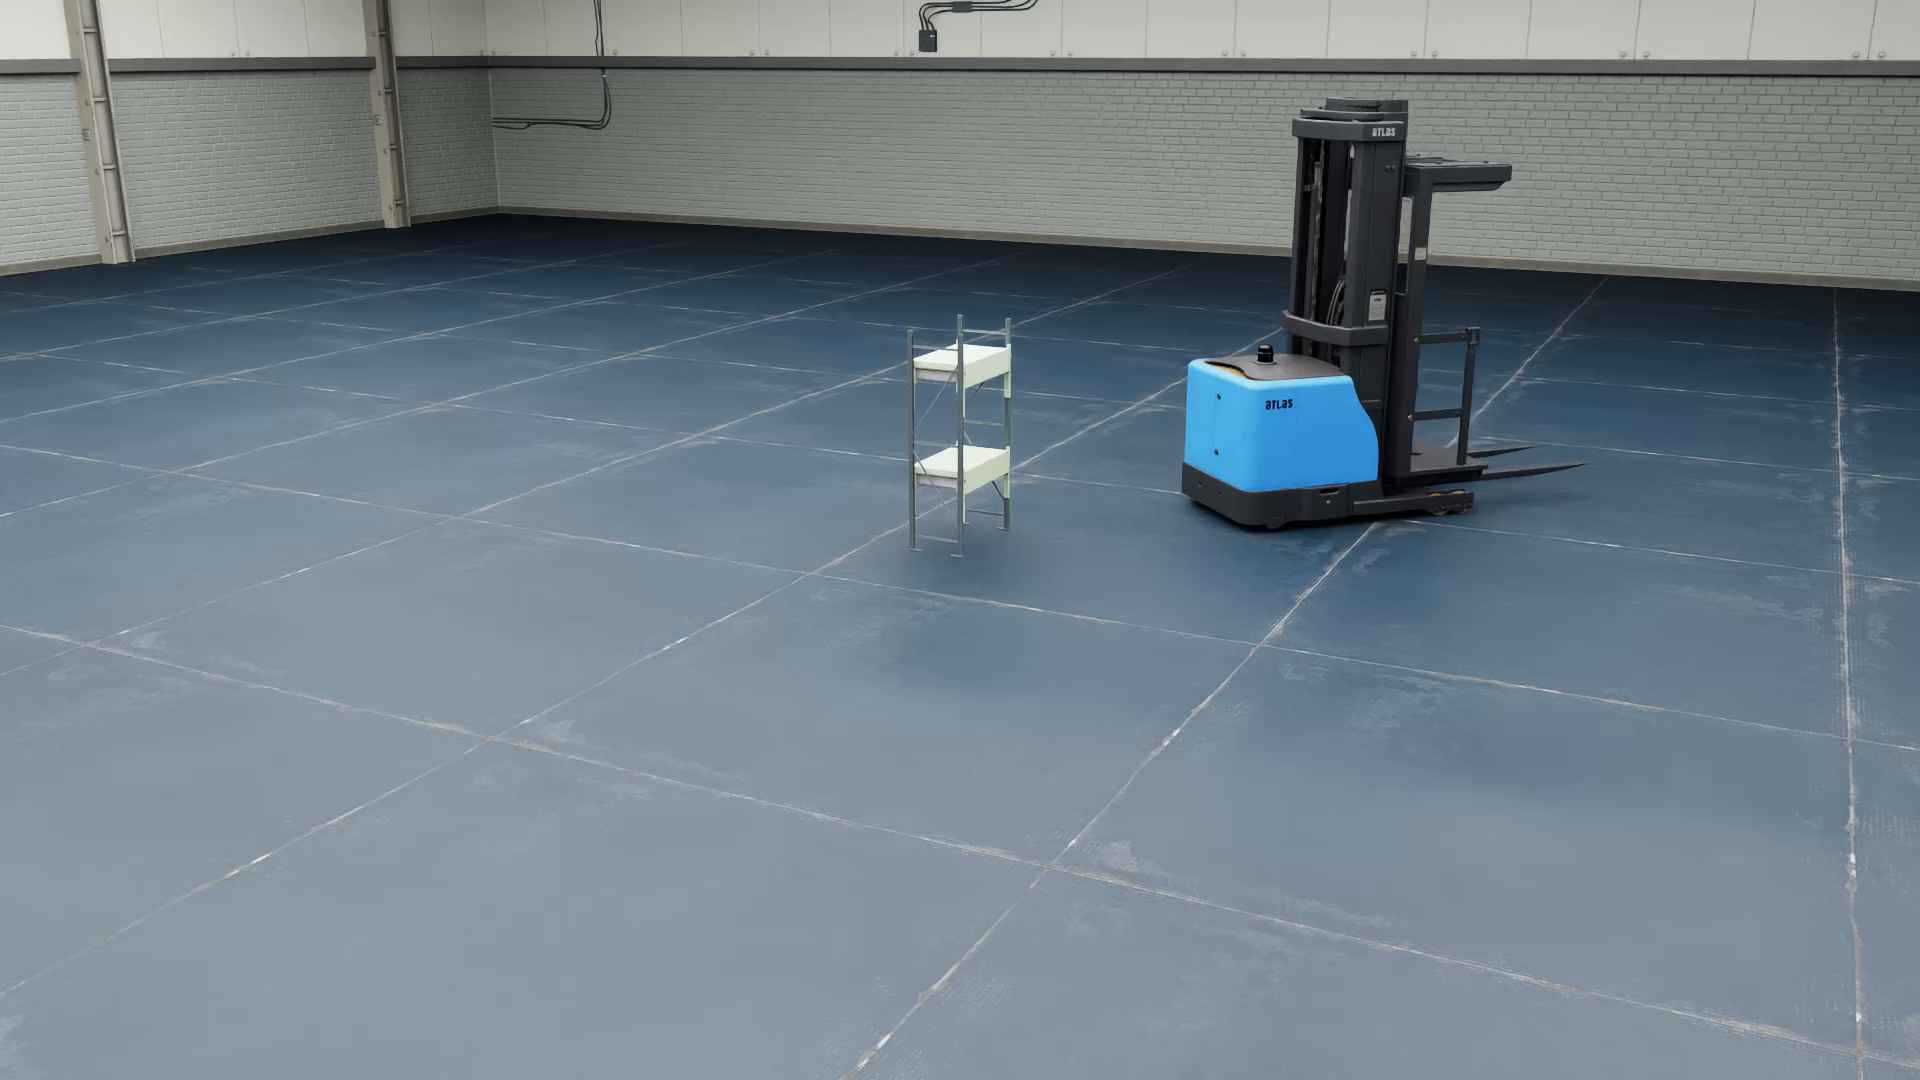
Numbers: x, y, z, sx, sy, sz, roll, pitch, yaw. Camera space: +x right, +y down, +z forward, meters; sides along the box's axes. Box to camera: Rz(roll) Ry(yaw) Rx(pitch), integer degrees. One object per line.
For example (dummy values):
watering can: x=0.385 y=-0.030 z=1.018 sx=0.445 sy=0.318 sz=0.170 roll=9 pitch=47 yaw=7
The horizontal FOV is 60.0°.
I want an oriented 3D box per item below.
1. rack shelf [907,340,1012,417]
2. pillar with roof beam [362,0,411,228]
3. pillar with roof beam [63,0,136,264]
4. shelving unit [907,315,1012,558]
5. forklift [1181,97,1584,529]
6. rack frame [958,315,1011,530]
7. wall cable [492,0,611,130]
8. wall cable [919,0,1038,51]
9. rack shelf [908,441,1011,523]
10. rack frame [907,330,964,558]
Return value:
rack shelf: x=0.003 y=-1.095 z=11.205 sx=0.431 sy=0.370 sz=0.720 roll=8 pitch=18 yaw=25
pillar with roof beam: x=-6.804 y=-9.698 z=28.372 sx=9.100 sy=9.000 sz=0.400 roll=8 pitch=18 yaw=25
pillar with roof beam: x=-9.485 y=-8.170 z=23.226 sx=9.100 sy=9.000 sz=0.400 roll=8 pitch=18 yaw=25
shelving unit: x=0.003 y=-0.721 z=11.317 sx=0.431 sy=1.500 sz=0.755 roll=8 pitch=18 yaw=25
forklift: x=3.234 y=-1.716 z=12.155 sx=3.031 sy=2.935 sz=1.130 roll=-6 pitch=18 yaw=-19
rack frame: x=0.167 y=-0.814 z=11.630 sx=0.400 sy=1.500 sz=0.023 roll=8 pitch=18 yaw=25
wall cable: x=-8.156 y=-9.340 z=32.618 sx=3.097 sy=2.526 sz=0.112 roll=8 pitch=18 yaw=25
wall cable: x=0.330 y=-11.247 z=27.612 sx=2.305 sy=6.003 sz=0.169 roll=8 pitch=18 yaw=25
rack shelf: x=0.003 y=-0.408 z=11.409 sx=0.431 sy=0.370 sz=0.720 roll=8 pitch=18 yaw=25
rack frame: x=-0.161 y=-0.627 z=11.003 sx=0.400 sy=1.500 sz=0.023 roll=8 pitch=18 yaw=25
